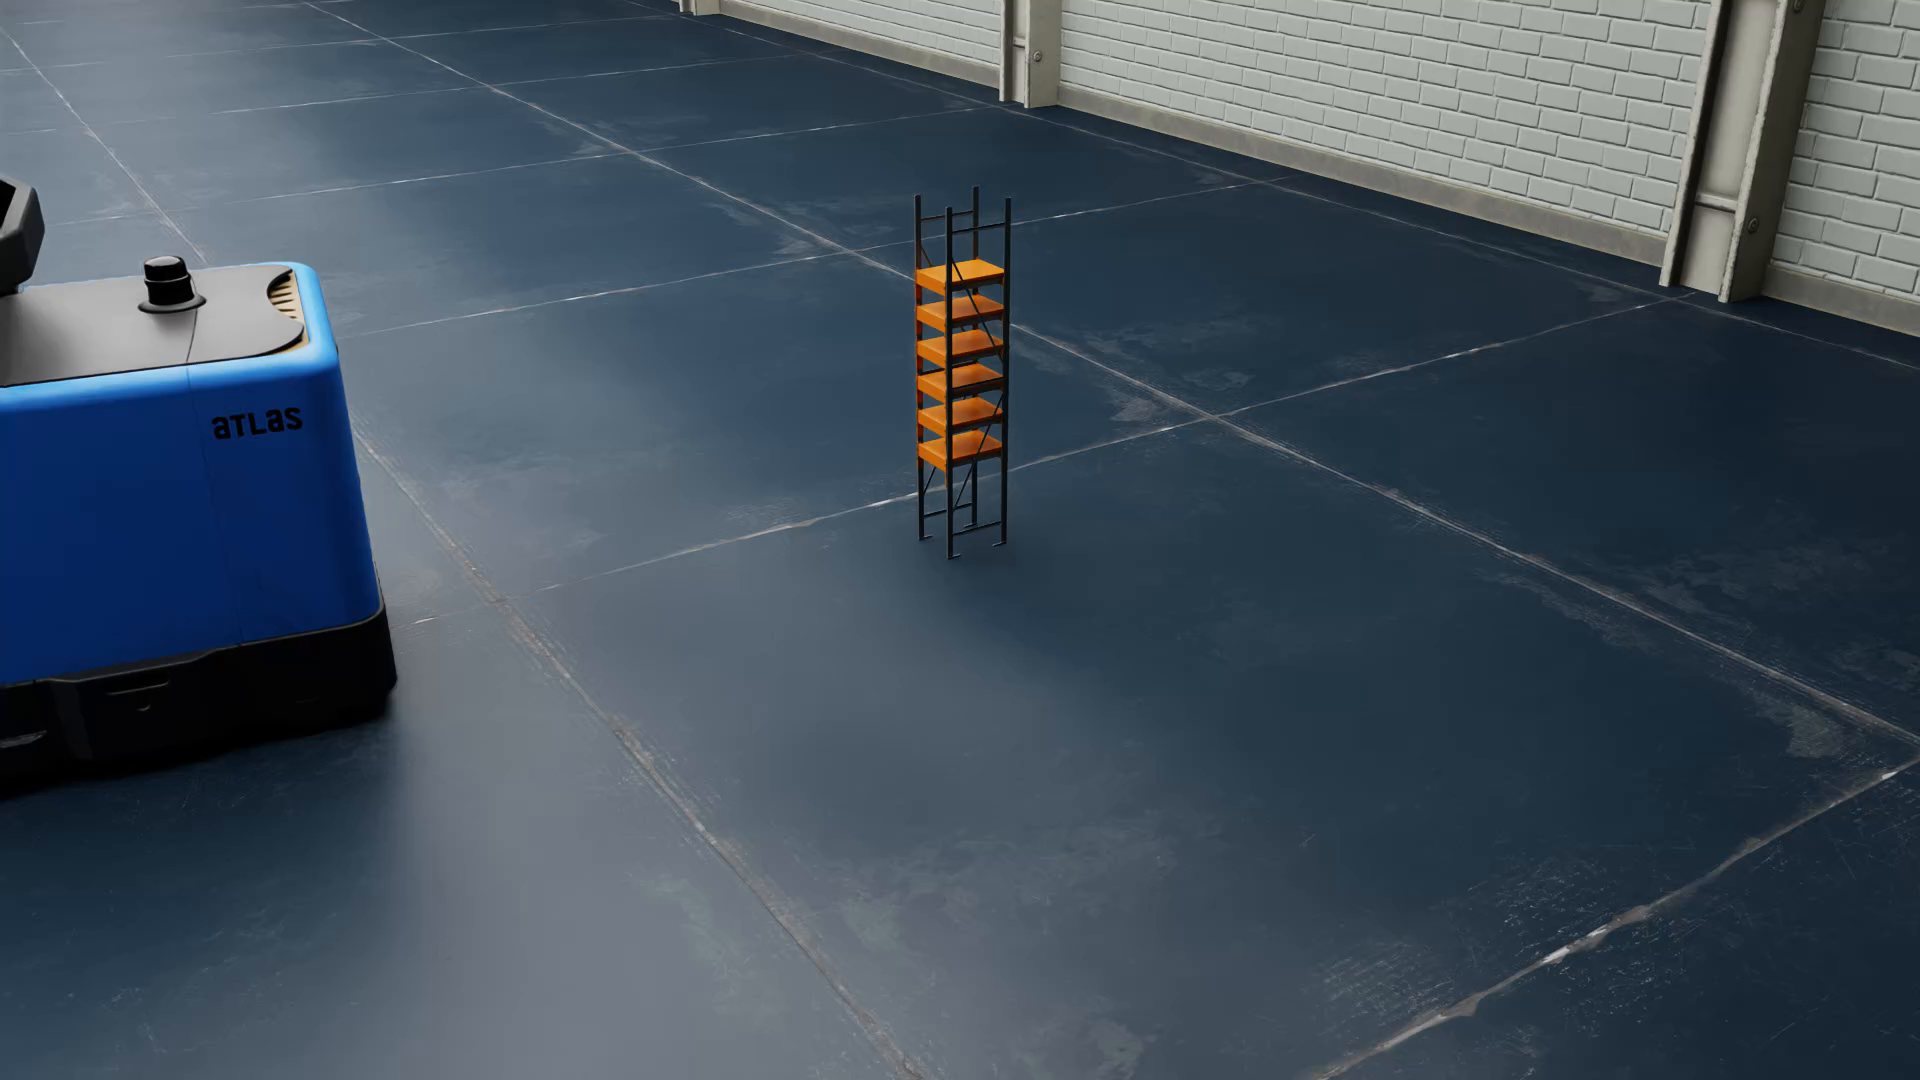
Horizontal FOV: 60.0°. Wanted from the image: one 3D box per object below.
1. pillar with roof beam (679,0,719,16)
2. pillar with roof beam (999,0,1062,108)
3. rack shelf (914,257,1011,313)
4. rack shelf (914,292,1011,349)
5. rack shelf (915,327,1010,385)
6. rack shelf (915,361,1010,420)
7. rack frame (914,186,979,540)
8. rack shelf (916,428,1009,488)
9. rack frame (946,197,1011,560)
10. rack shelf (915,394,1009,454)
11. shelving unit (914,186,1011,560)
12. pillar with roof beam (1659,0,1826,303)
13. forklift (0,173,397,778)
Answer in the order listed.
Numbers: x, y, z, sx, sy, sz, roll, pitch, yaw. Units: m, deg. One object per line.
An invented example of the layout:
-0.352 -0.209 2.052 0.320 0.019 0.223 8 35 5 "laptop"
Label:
-6.339 -8.636 13.503 9.100 9.000 0.400 -16 29 -30 "pillar with roof beam"
-3.063 -6.490 8.957 9.100 9.000 0.400 -16 29 -30 "pillar with roof beam"
0.008 -0.823 5.348 0.258 0.103 0.180 -16 29 -30 "rack shelf"
0.008 -0.714 5.399 0.258 0.103 0.180 -16 29 -30 "rack shelf"
0.008 -0.606 5.451 0.258 0.103 0.180 -16 29 -30 "rack shelf"
0.008 -0.497 5.502 0.258 0.103 0.180 -16 29 -30 "rack shelf"
-0.042 -0.570 5.552 0.240 1.200 0.006 -16 29 -30 "rack frame"
0.008 -0.280 5.604 0.258 0.103 0.180 -16 29 -30 "rack shelf"
0.058 -0.505 5.414 0.240 1.200 0.006 -16 29 -30 "rack frame"
0.008 -0.389 5.553 0.258 0.103 0.180 -16 29 -30 "rack shelf"
0.008 -0.537 5.483 0.258 1.200 0.189 -16 29 -30 "shelving unit"
0.212 -4.344 4.411 9.100 9.000 0.400 -16 29 -30 "pillar with roof beam"
-3.166 -0.780 3.969 3.031 2.935 1.130 -10 27 -21 "forklift"
